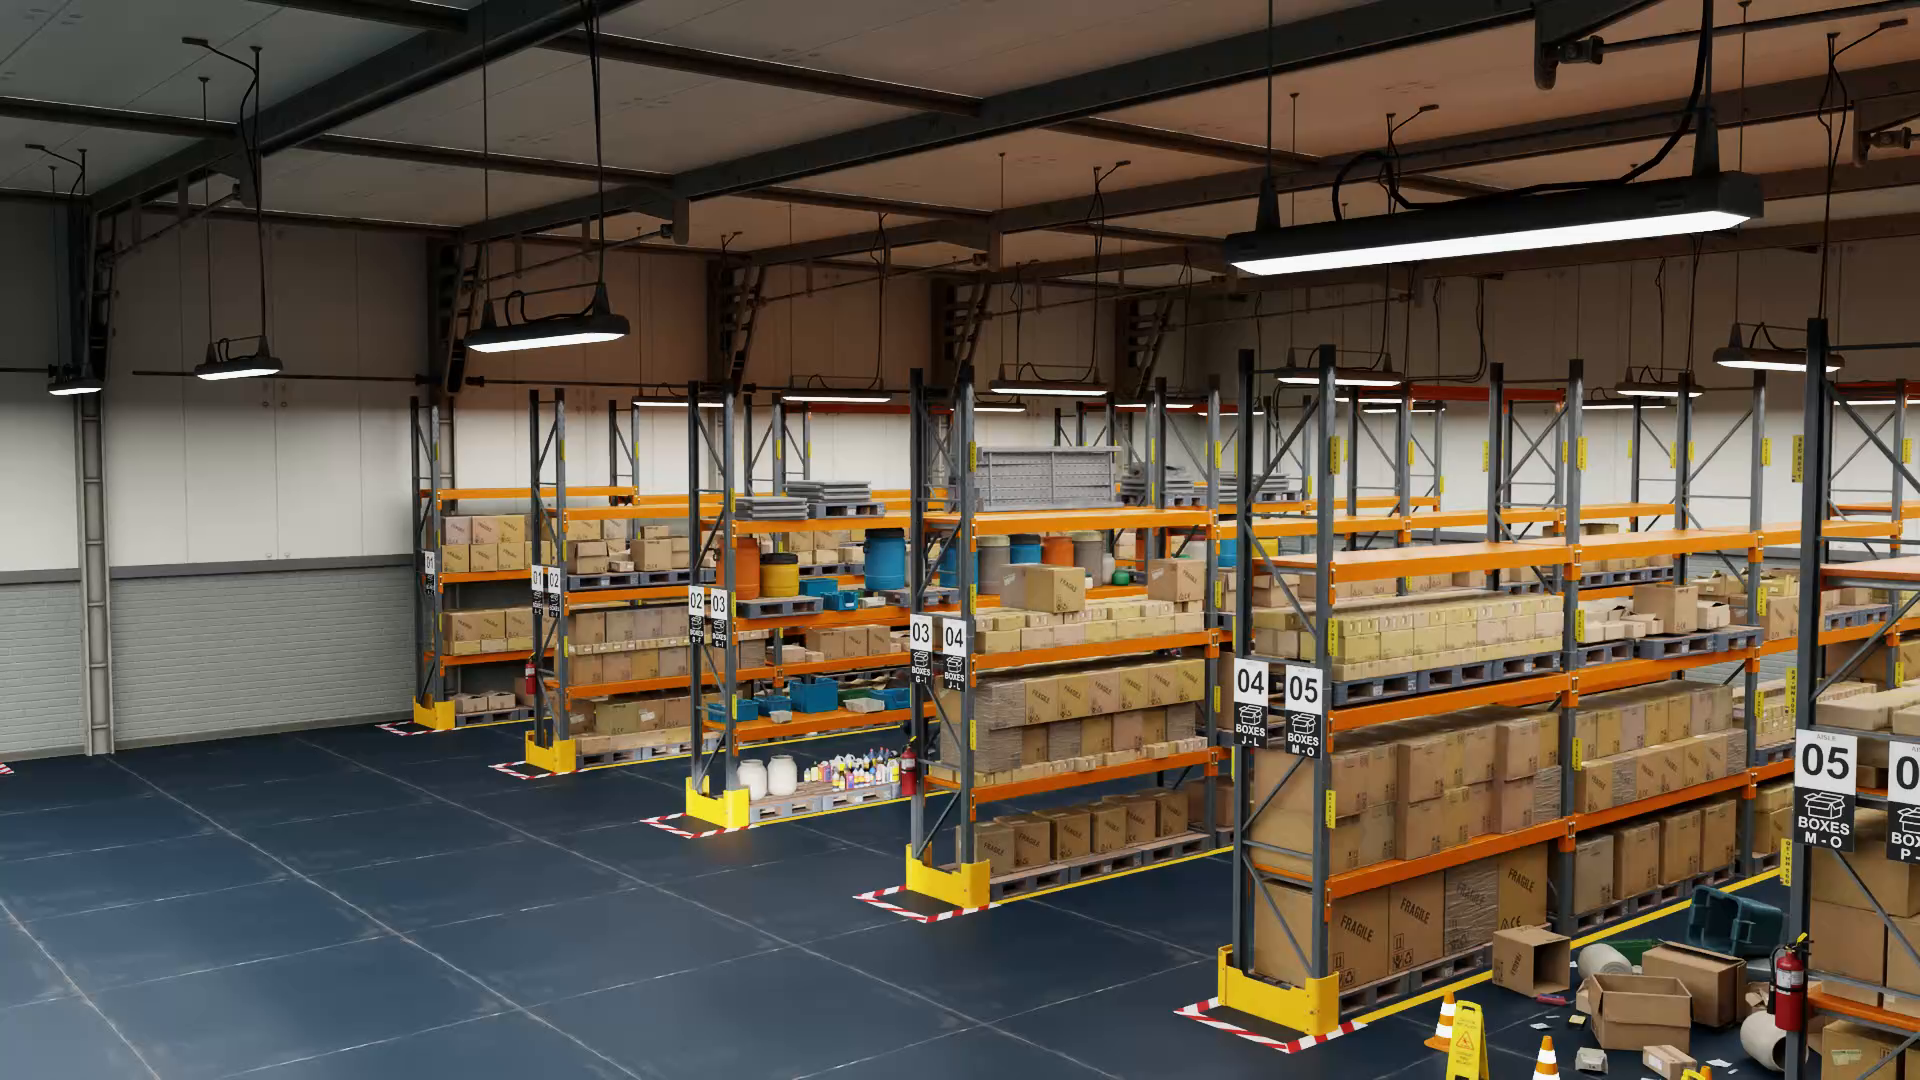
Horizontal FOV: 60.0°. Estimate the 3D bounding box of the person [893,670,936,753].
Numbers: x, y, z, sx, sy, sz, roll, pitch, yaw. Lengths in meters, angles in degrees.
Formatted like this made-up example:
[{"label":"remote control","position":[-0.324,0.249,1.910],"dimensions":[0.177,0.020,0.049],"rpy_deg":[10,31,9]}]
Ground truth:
[{"label":"person","position":[-0.760,2.837,27.264],"dimensions":[0.831,1.434,0.570],"rpy_deg":[-2,4,-30]}]
